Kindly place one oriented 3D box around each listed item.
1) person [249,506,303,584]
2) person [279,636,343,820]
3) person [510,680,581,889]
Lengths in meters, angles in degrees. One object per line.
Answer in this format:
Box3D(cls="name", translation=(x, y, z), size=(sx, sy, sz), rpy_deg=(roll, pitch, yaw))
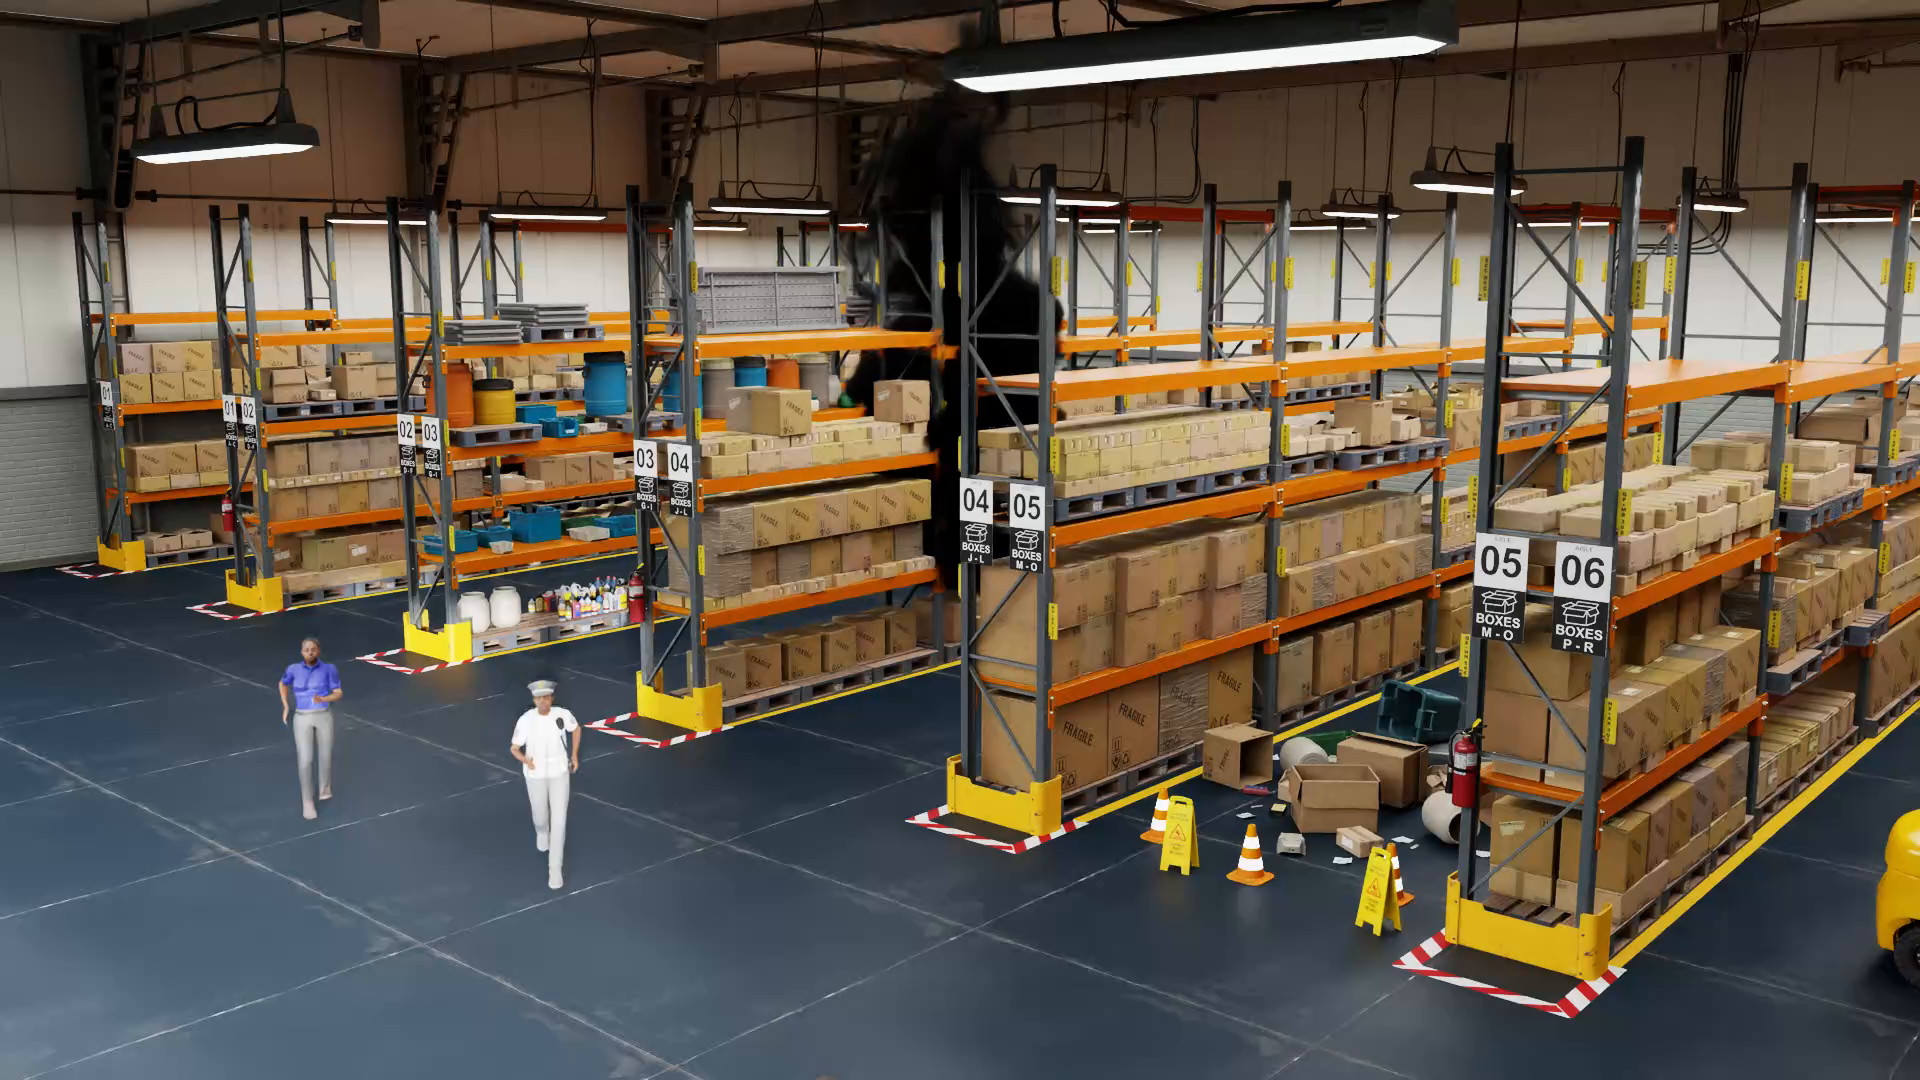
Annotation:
Box3D(cls="person", translation=(-11.142, -0.219, 27.032), size=(0.692, 1.794, 0.993), rpy_deg=(8, 12, 39))
Box3D(cls="person", translation=(-6.125, 1.762, 15.758), size=(0.544, 1.720, 0.756), rpy_deg=(-4, 10, -24))
Box3D(cls="person", translation=(-3.524, 2.007, 14.160), size=(0.568, 1.707, 0.930), rpy_deg=(-2, 10, -14))
